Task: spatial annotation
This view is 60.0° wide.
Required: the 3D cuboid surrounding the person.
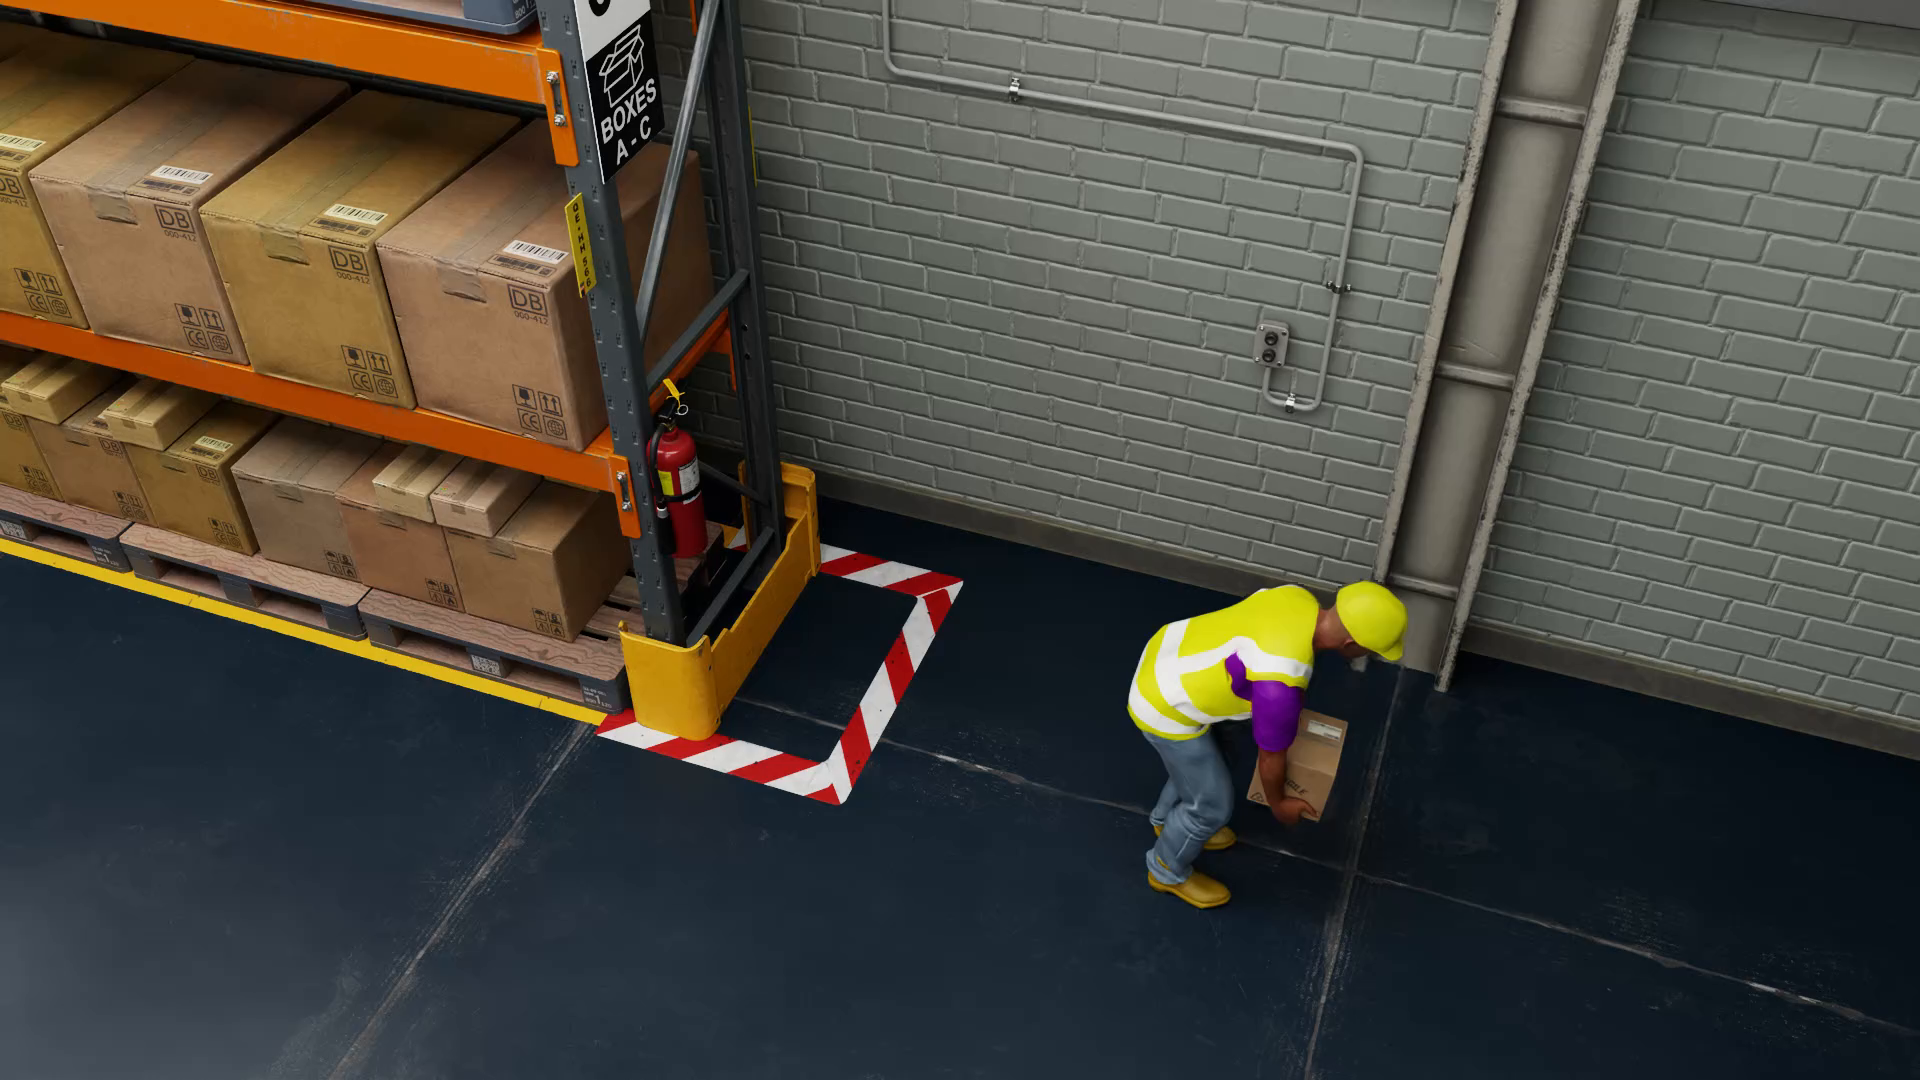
[{"bbox_3d":[0.980,0.650,5.600,0.831,1.499,0.487,12,43,14],"label":"person"}]
